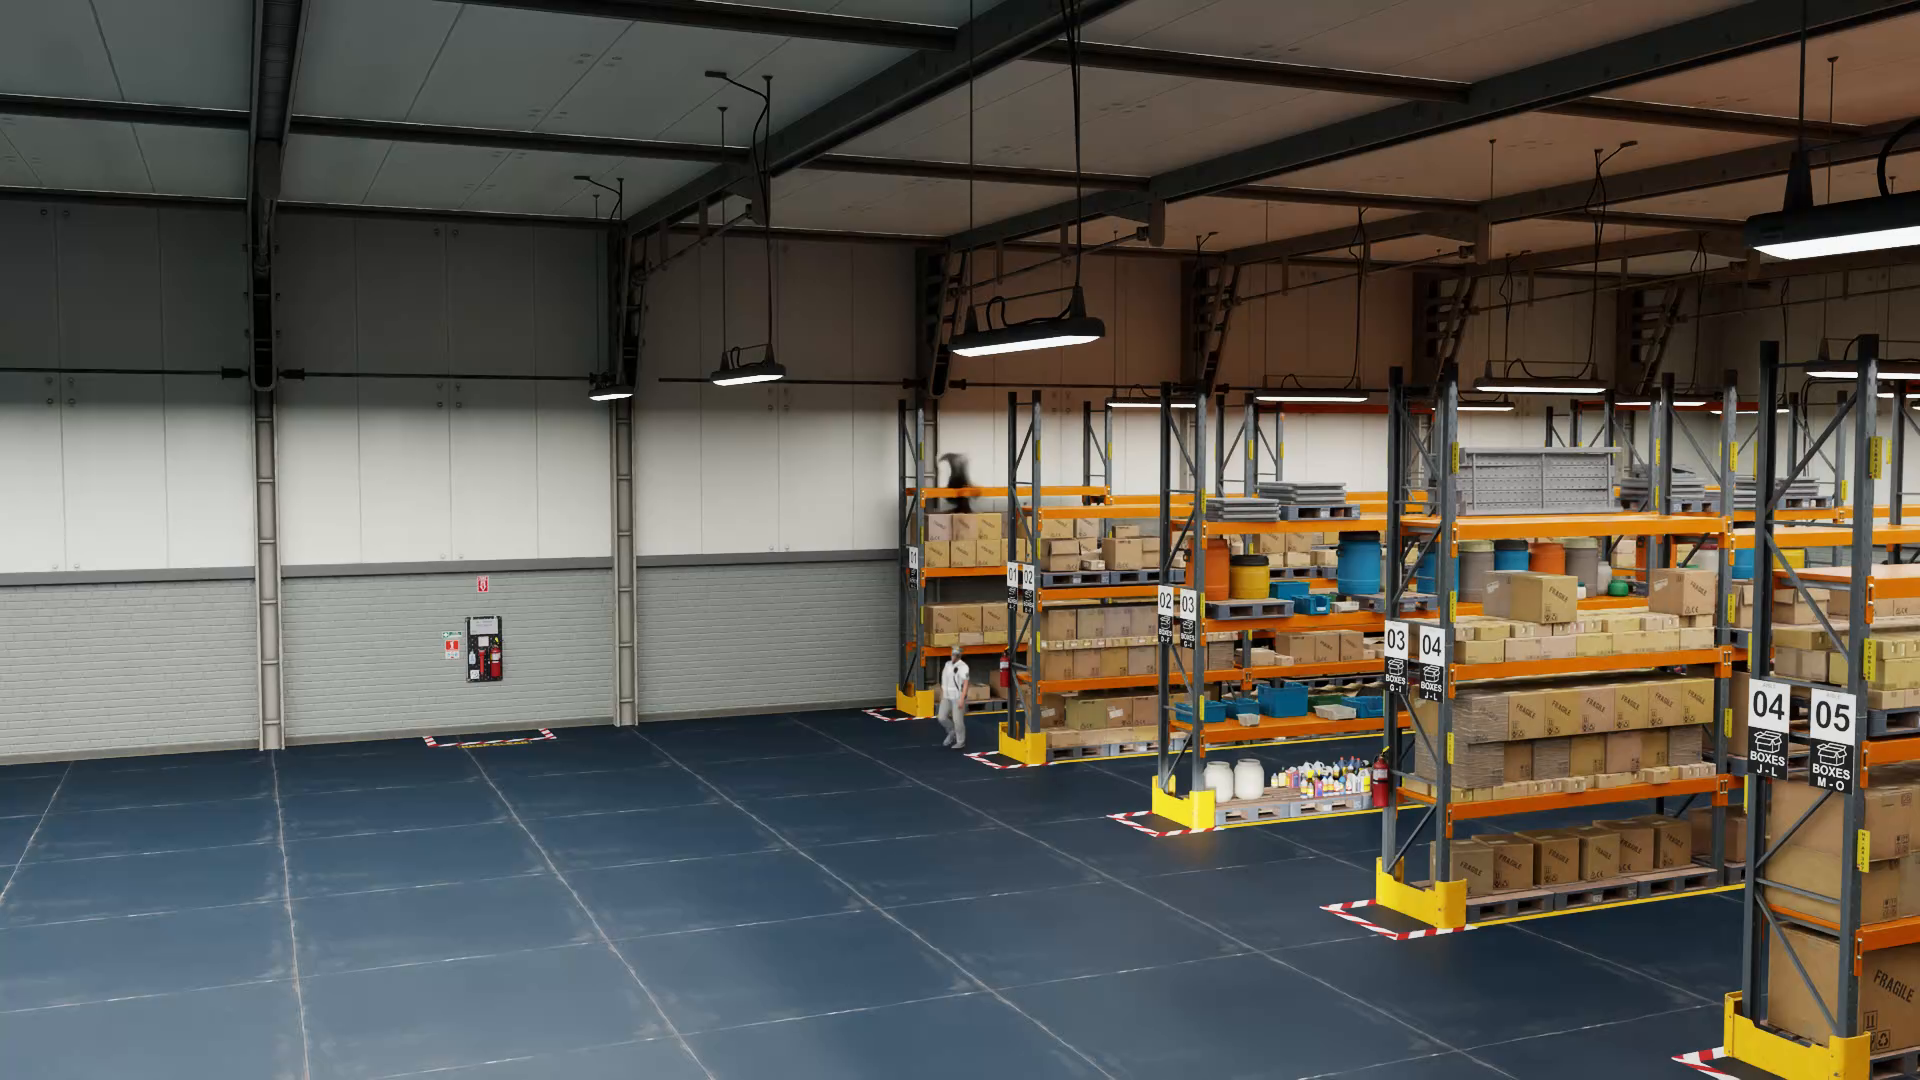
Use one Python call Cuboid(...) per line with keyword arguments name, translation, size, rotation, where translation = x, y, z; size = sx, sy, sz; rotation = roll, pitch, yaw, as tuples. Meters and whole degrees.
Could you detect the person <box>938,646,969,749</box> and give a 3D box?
Cuboid(name="person", translation=(-0.080, 2.640, 27.968), size=(0.609, 1.747, 0.482), rotation=(2, 4, 36))
